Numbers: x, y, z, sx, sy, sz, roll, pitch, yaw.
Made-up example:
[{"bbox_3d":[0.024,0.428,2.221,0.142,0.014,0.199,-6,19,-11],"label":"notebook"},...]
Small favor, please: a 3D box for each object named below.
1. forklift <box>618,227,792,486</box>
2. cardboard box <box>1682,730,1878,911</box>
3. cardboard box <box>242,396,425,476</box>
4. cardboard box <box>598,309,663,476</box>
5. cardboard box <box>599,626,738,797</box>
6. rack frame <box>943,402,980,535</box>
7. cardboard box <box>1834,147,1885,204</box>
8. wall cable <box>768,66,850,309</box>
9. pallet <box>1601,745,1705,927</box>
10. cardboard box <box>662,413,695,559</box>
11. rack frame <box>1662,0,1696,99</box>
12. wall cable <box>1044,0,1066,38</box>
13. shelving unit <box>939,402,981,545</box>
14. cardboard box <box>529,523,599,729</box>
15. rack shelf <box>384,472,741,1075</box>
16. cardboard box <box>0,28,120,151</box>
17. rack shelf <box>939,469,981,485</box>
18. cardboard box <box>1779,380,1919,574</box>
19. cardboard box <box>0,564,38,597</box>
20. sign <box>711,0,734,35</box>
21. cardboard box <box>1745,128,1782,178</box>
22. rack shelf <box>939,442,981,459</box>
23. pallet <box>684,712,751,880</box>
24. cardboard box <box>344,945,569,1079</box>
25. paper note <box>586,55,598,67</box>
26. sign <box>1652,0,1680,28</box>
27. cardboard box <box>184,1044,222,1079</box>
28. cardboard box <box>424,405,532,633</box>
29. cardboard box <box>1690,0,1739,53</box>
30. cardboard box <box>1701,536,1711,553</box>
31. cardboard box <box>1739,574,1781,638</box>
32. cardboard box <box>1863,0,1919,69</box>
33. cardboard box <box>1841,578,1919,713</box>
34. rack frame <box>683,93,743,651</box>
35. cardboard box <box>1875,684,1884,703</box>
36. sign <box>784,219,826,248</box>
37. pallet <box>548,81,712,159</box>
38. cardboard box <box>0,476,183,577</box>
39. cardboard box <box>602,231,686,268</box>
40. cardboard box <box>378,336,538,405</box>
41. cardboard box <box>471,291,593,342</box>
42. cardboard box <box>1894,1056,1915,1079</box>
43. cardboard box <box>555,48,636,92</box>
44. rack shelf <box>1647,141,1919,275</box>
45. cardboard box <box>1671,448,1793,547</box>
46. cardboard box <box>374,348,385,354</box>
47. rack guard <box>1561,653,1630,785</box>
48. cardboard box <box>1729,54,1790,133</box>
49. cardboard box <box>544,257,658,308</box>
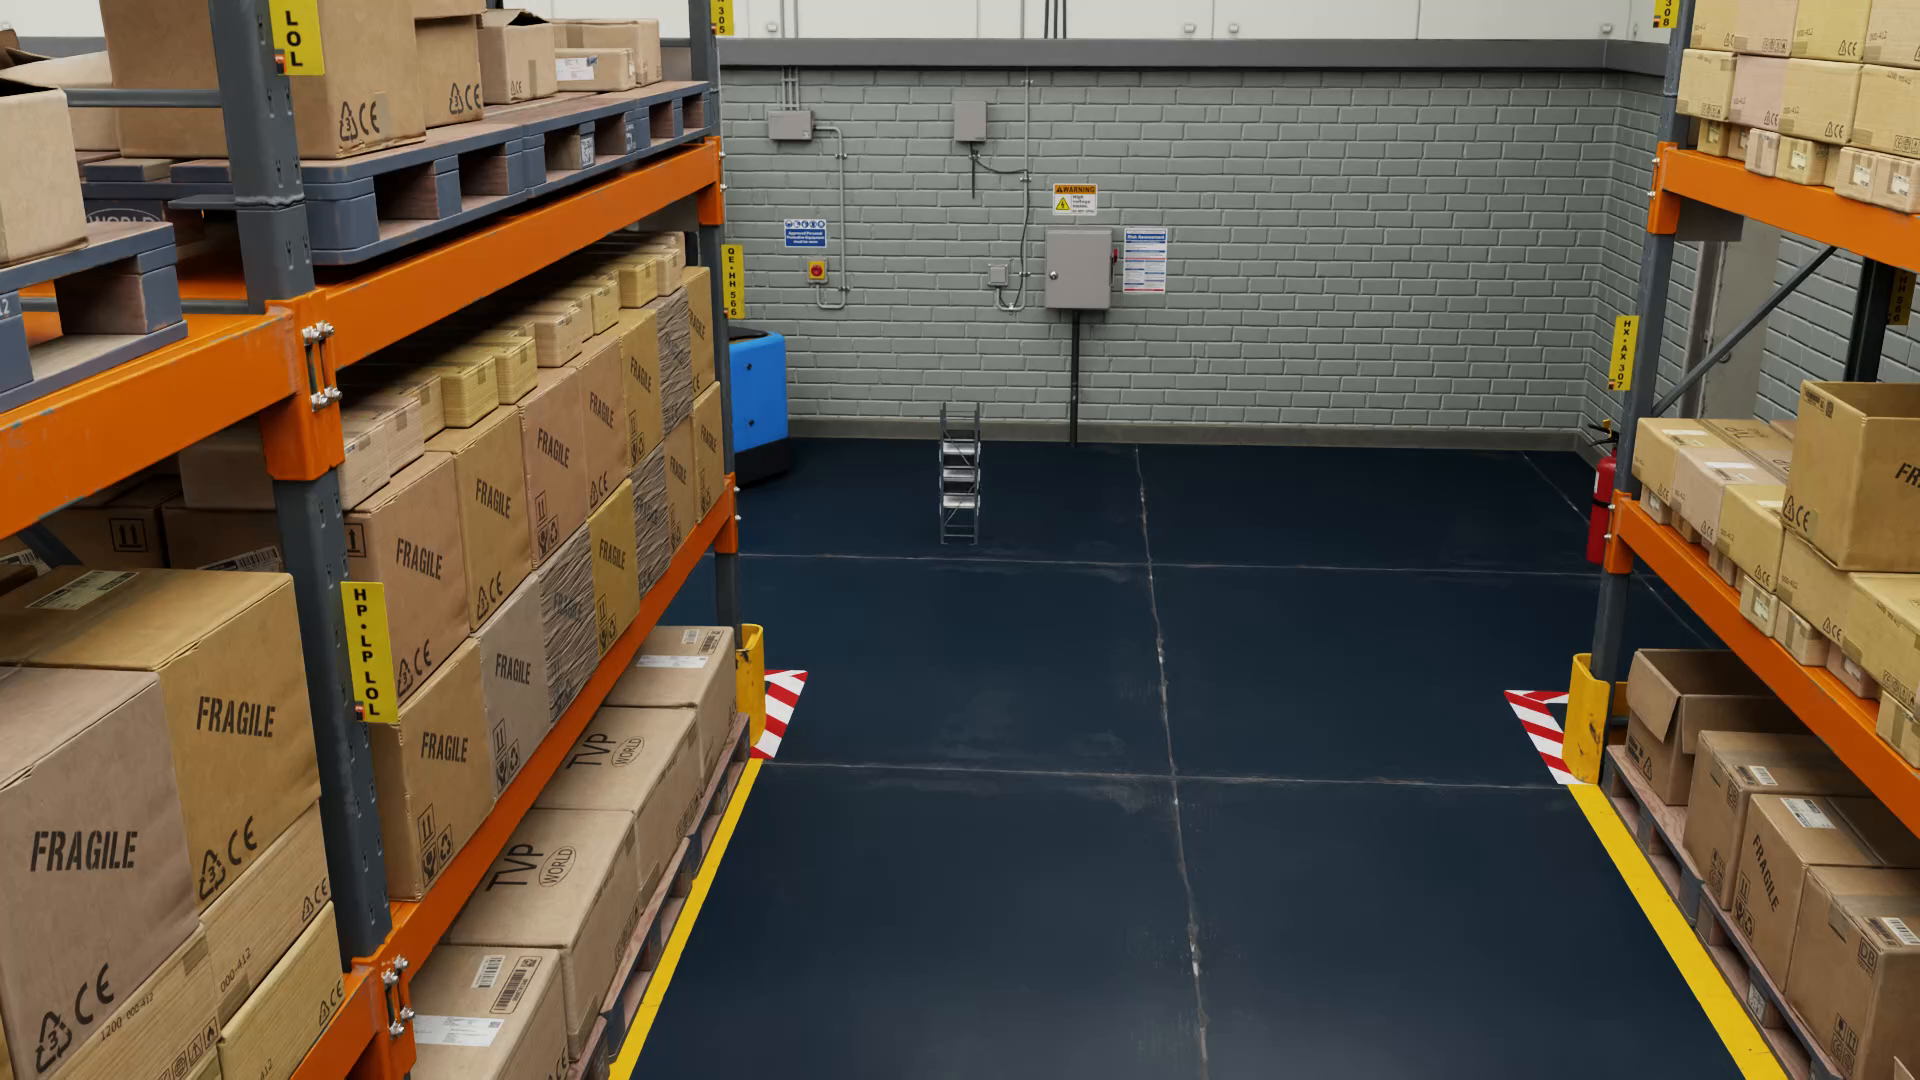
[{"bbox_3d":[-2.740,-2.018,12.375,3.031,2.935,1.130,13,22,34],"label":"forklift"},{"bbox_3d":[3.169,1.058,6.218,0.700,0.500,0.500,2,18,6],"label":"cardboard box"},{"bbox_3d":[-1.547,-0.253,4.071,0.380,0.149,0.250,2,18,5],"label":"cardboard box"},{"bbox_3d":[-1.388,-0.544,5.999,0.500,0.500,0.500,1,18,4],"label":"cardboard box"},{"bbox_3d":[-1.491,0.733,7.311,0.875,0.438,0.875,1,18,2],"label":"cardboard box"},{"bbox_3d":[0.008,-0.462,10.887,0.240,0.900,0.006,1,18,4],"label":"rack frame"},{"bbox_3d":[2.946,-1.121,5.114,0.380,0.149,0.250,1,18,4],"label":"cardboard box"},{"bbox_3d":[-1.163,-2.742,12.792,0.585,1.953,0.123,1,18,4],"label":"wall cable"},{"bbox_3d":[3.346,1.213,6.881,1.003,0.211,1.213,1,18,4],"label":"pallet"},{"bbox_3d":[-1.365,-0.229,6.644,0.500,0.500,0.500,1,18,3],"label":"cardboard box"},{"bbox_3d":[3.407,-3.234,6.341,1.000,3.000,0.127,1,18,4],"label":"rack frame"},{"bbox_3d":[2.109,-5.043,11.801,2.988,3.039,0.133,1,18,4],"label":"wall cable"},{"bbox_3d":[0.001,-0.430,10.791,0.258,0.900,0.210,1,18,4],"label":"shelving unit"},{"bbox_3d":[-1.454,0.252,5.177,0.500,0.500,0.500,1,18,4],"label":"cardboard box"},{"bbox_3d":[-1.687,0.470,5.826,1.077,0.370,4.000,1,18,4],"label":"rack shelf"},{"bbox_3d":[-2.104,-1.065,3.918,0.396,0.266,0.258,2,18,6],"label":"cardboard box"},{"bbox_3d":[0.001,-0.398,10.801,0.258,0.077,0.200,1,18,4],"label":"rack shelf"},{"bbox_3d":[2.999,-0.209,5.302,0.500,0.500,0.500,2,18,5],"label":"cardboard box"},{"bbox_3d":[-2.149,0.357,3.249,0.500,0.500,0.500,1,18,5],"label":"cardboard box"},{"bbox_3d":[-1.004,-2.285,6.967,0.100,0.325,0.005,1,18,4],"label":"sign"},{"bbox_3d":[3.004,-1.359,5.839,0.380,0.149,0.250,2,18,5],"label":"cardboard box"},{"bbox_3d":[0.001,-0.570,10.745,0.258,0.077,0.200,1,18,4],"label":"rack shelf"},{"bbox_3d":[-1.523,1.083,7.280,1.003,0.211,1.213,1,18,4],"label":"pallet"},{"bbox_3d":[-1.679,1.575,4.739,0.875,0.438,0.875,1,18,3],"label":"cardboard box"},{"bbox_3d":[-1.114,-1.454,5.046,0.006,0.032,0.123,1,18,4],"label":"paper note"},{"bbox_3d":[2.866,-2.236,6.708,0.100,0.325,0.005,1,18,4],"label":"sign"},{"bbox_3d":[-1.649,1.124,2.916,0.500,0.250,0.500,1,18,3],"label":"cardboard box"},{"bbox_3d":[-1.512,-0.072,4.560,0.500,0.500,0.500,1,18,3],"label":"cardboard box"},{"bbox_3d":[3.125,-1.984,6.303,0.500,0.250,0.500,1,18,3],"label":"cardboard box"},{"bbox_3d":[3.154,-0.005,6.525,0.380,0.149,0.250,1,18,3],"label":"cardboard box"},{"bbox_3d":[2.968,0.231,5.803,0.380,0.149,0.250,1,18,2],"label":"cardboard box"},{"bbox_3d":[3.021,-1.512,4.862,0.500,0.250,0.500,2,18,5],"label":"cardboard box"},{"bbox_3d":[2.984,0.315,4.907,0.500,0.250,0.500,1,18,4],"label":"cardboard box"},{"bbox_3d":[-1.544,-0.493,7.609,1.000,3.000,0.127,1,18,4],"label":"rack frame"},{"bbox_3d":[3.049,0.473,5.066,0.380,0.149,0.250,2,18,5],"label":"cardboard box"},{"bbox_3d":[-1.207,-2.393,12.975,0.327,0.218,0.001,1,18,4],"label":"sign"},{"bbox_3d":[-1.587,-1.645,6.452,1.003,0.211,1.213,1,18,4],"label":"pallet"},{"bbox_3d":[-2.072,0.074,4.113,0.500,0.500,0.500,1,18,3],"label":"cardboard box"},{"bbox_3d":[-1.370,-1.208,6.983,0.380,0.149,0.250,2,18,5],"label":"cardboard box"},{"bbox_3d":[-1.444,-0.492,4.798,0.380,0.149,0.250,1,18,2],"label":"cardboard box"},{"bbox_3d":[-1.444,-0.729,5.523,0.380,0.149,0.250,2,18,6],"label":"cardboard box"},{"bbox_3d":[2.893,1.668,4.730,0.396,0.266,0.258,2,18,6],"label":"cardboard box"},{"bbox_3d":[-1.437,-1.772,6.265,0.380,0.149,0.250,0,18,0],"label":"cardboard box"},{"bbox_3d":[3.264,-0.845,5.024,1.077,0.370,4.000,1,18,4],"label":"rack shelf"},{"bbox_3d":[3.070,-0.162,6.362,0.500,0.250,0.500,1,18,5],"label":"cardboard box"},{"bbox_3d":[-1.971,-0.580,5.067,0.380,0.149,0.250,1,18,3],"label":"cardboard box"},{"bbox_3d":[3.402,0.828,7.592,1.175,0.500,0.348,1,18,4],"label":"rack guard"},{"bbox_3d":[3.087,-1.589,5.900,0.500,0.250,0.500,2,18,5],"label":"cardboard box"},{"bbox_3d":[-1.358,-0.969,6.255,0.380,0.149,0.250,2,18,5],"label":"cardboard box"}]
